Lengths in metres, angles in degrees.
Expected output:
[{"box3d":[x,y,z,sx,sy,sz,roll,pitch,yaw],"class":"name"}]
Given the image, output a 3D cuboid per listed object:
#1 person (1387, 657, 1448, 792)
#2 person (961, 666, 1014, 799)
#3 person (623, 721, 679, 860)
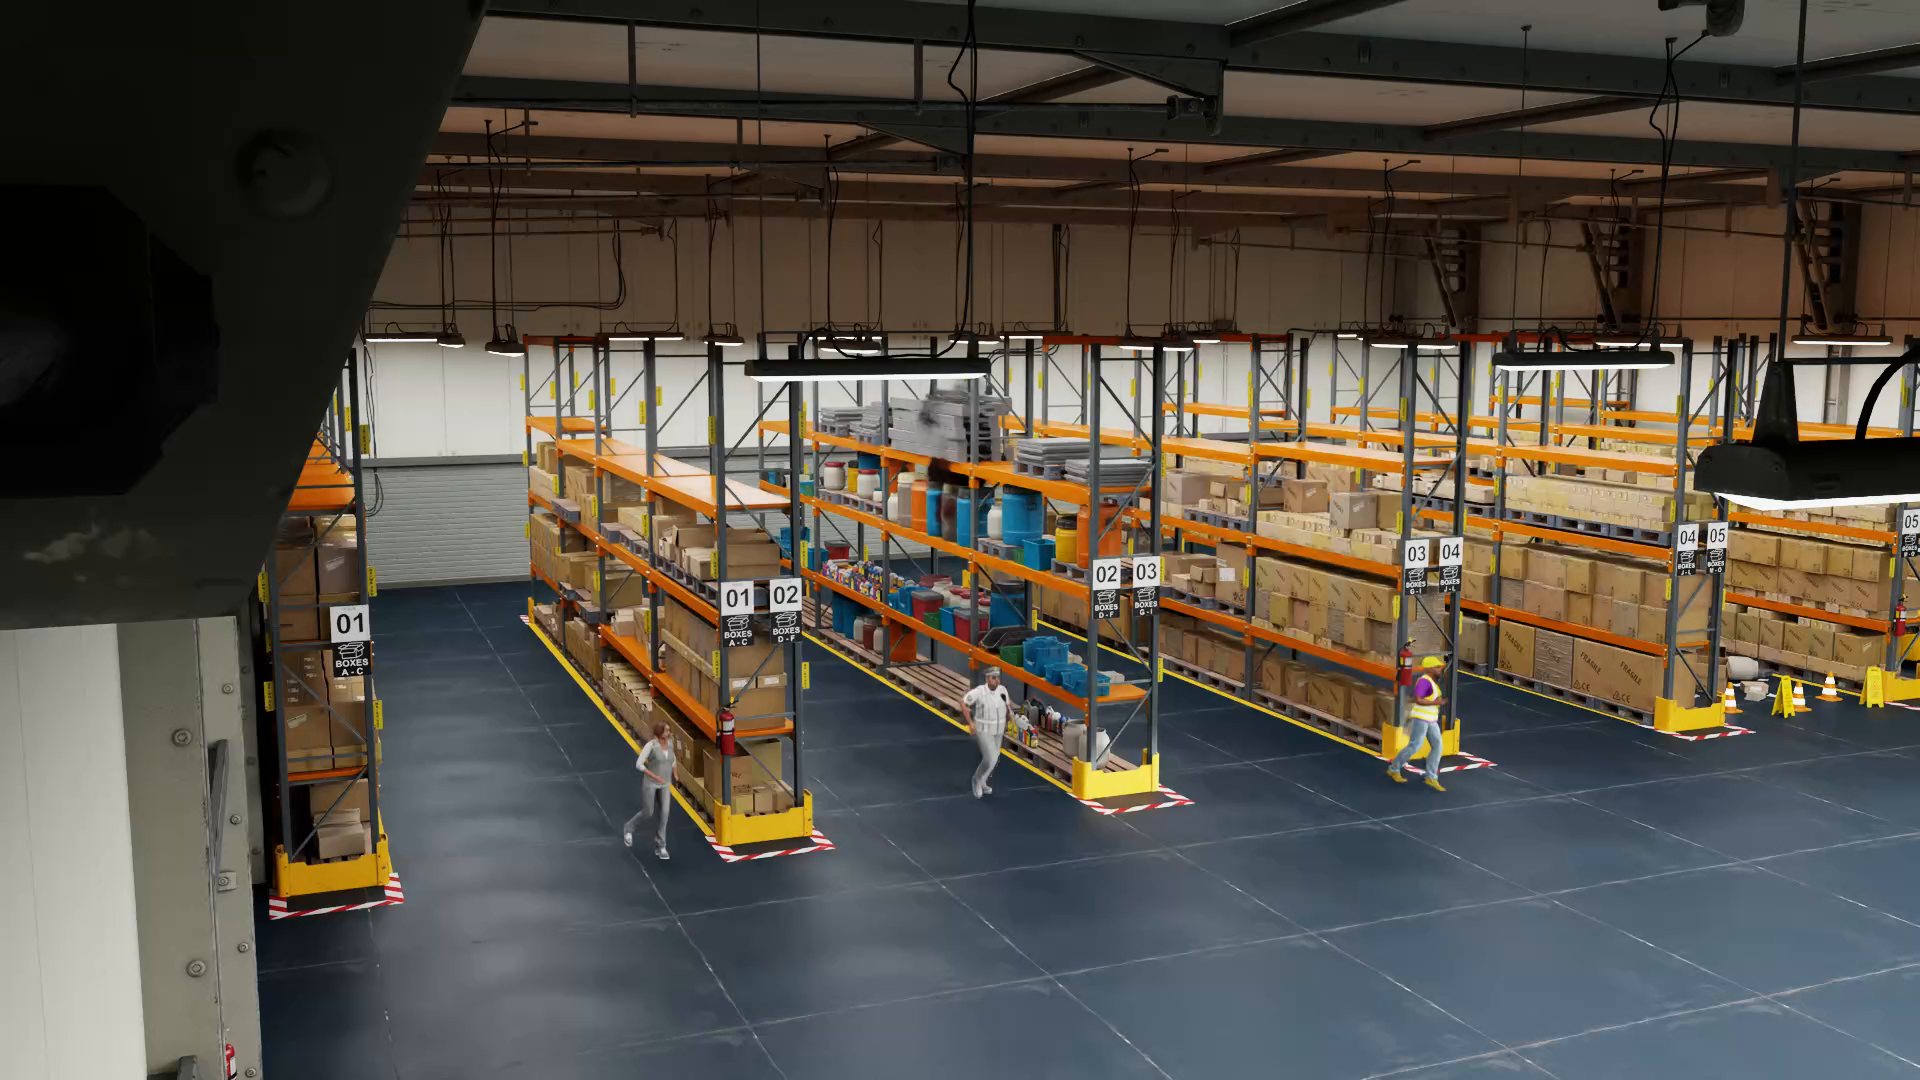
[{"box3d":[6.323,2.466,22.639,0.806,1.774,0.703,6,10,37],"class":"person"},{"box3d":[0.418,2.547,22.096,0.661,1.778,0.678,-6,9,-36],"class":"person"},{"box3d":[-3.593,2.927,19.797,0.615,1.583,0.792,-7,11,-44],"class":"person"}]
